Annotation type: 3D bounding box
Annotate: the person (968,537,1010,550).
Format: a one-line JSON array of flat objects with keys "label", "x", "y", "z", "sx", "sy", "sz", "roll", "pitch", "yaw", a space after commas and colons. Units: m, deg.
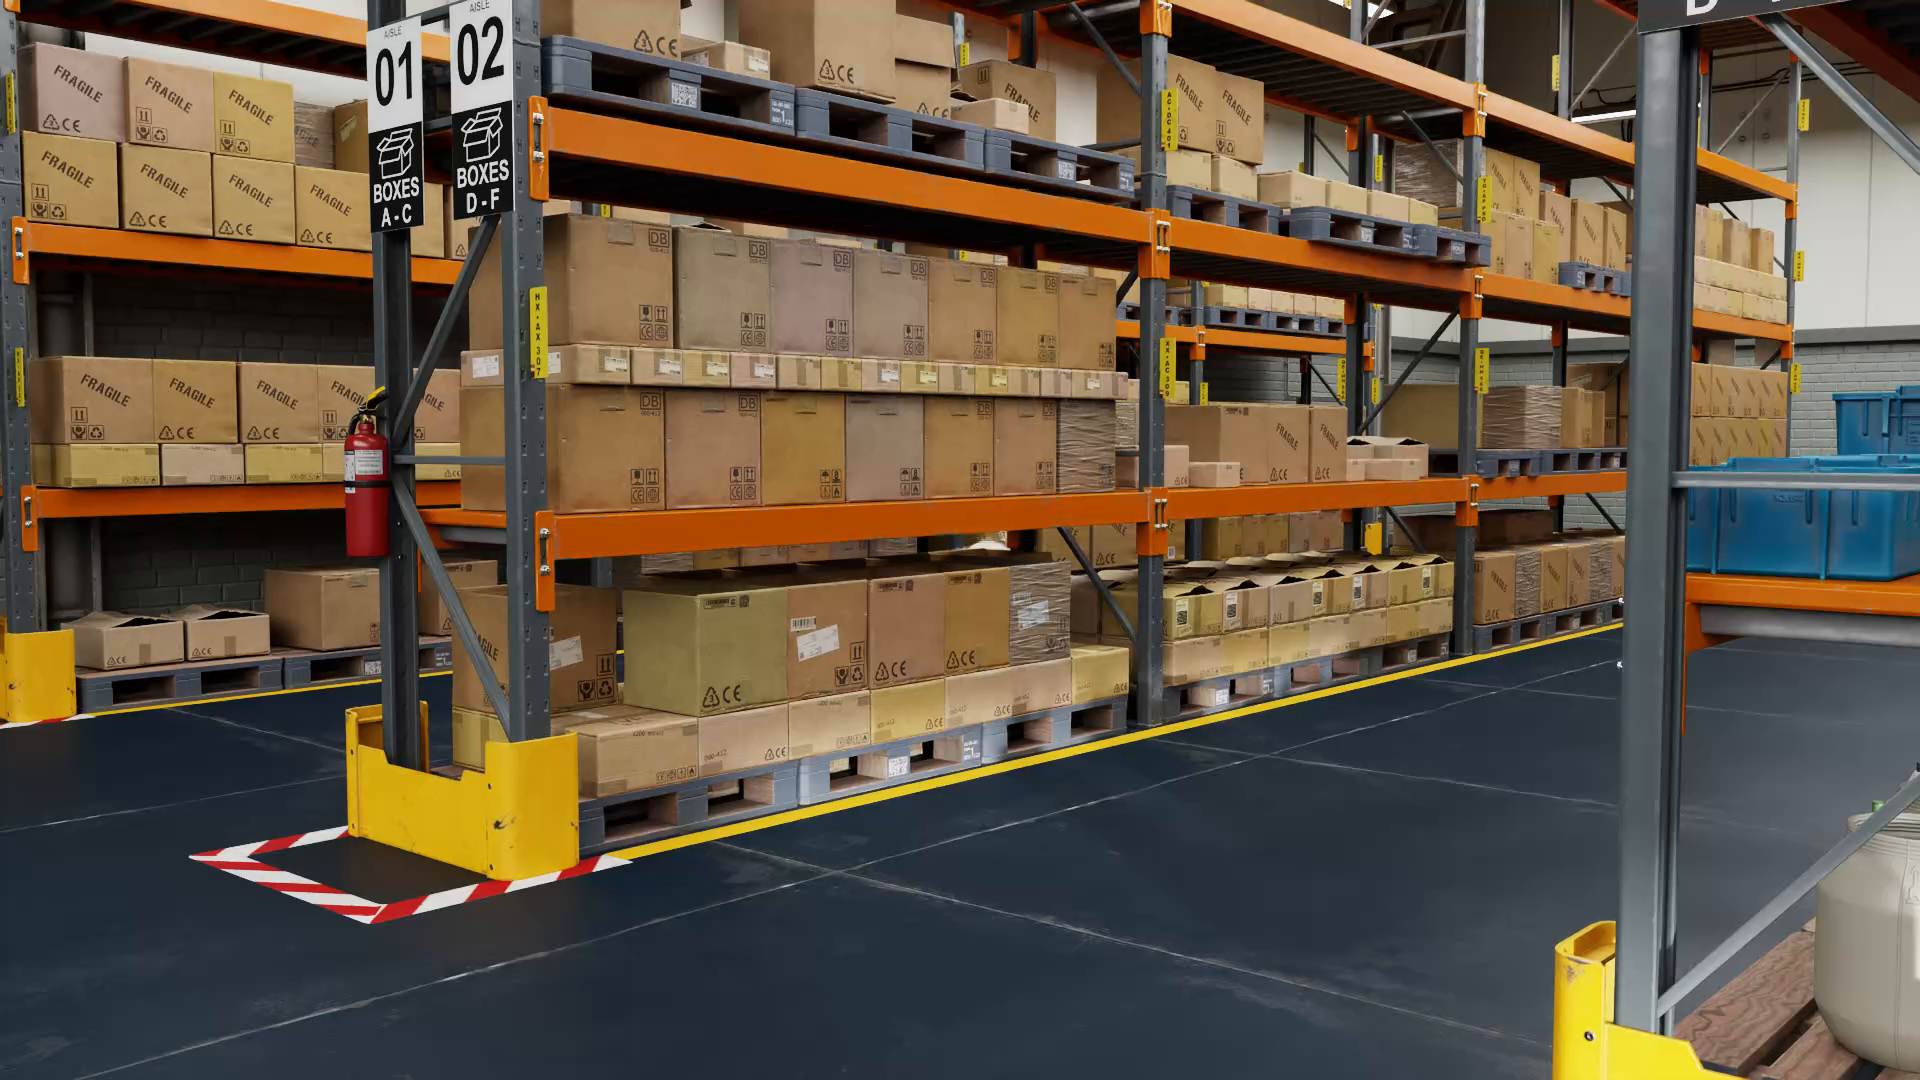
[{"label": "person", "x": 0.205, "y": 0.428, "z": 13.513, "sx": 0.538, "sy": 0.873, "sz": 0.926, "roll": 3, "pitch": 5, "yaw": 40}]
